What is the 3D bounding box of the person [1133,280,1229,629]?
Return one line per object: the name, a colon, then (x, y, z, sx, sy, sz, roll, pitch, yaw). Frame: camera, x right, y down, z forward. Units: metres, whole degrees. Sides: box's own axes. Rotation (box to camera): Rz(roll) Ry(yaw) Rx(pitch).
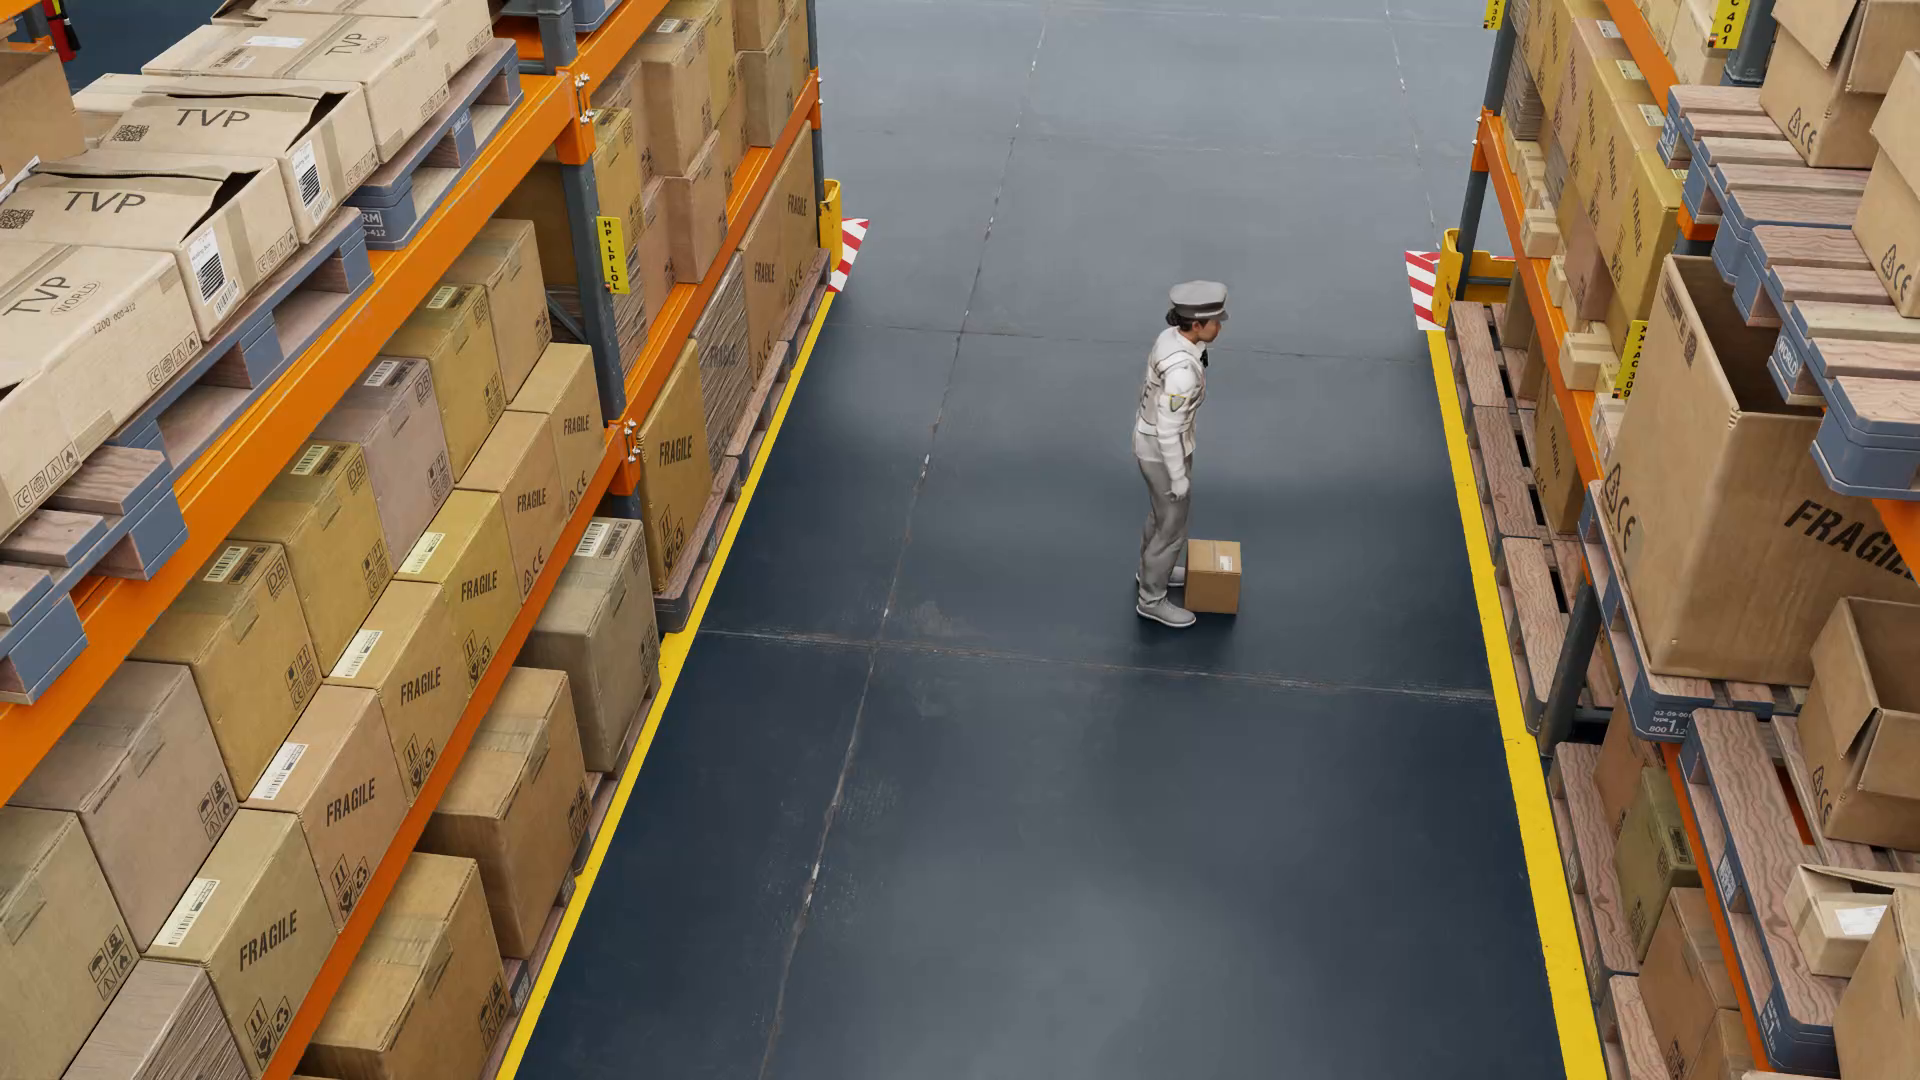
person: (0.972, -0.404, 7.584, 0.371, 1.663, 0.530, 5, 37, 6)
